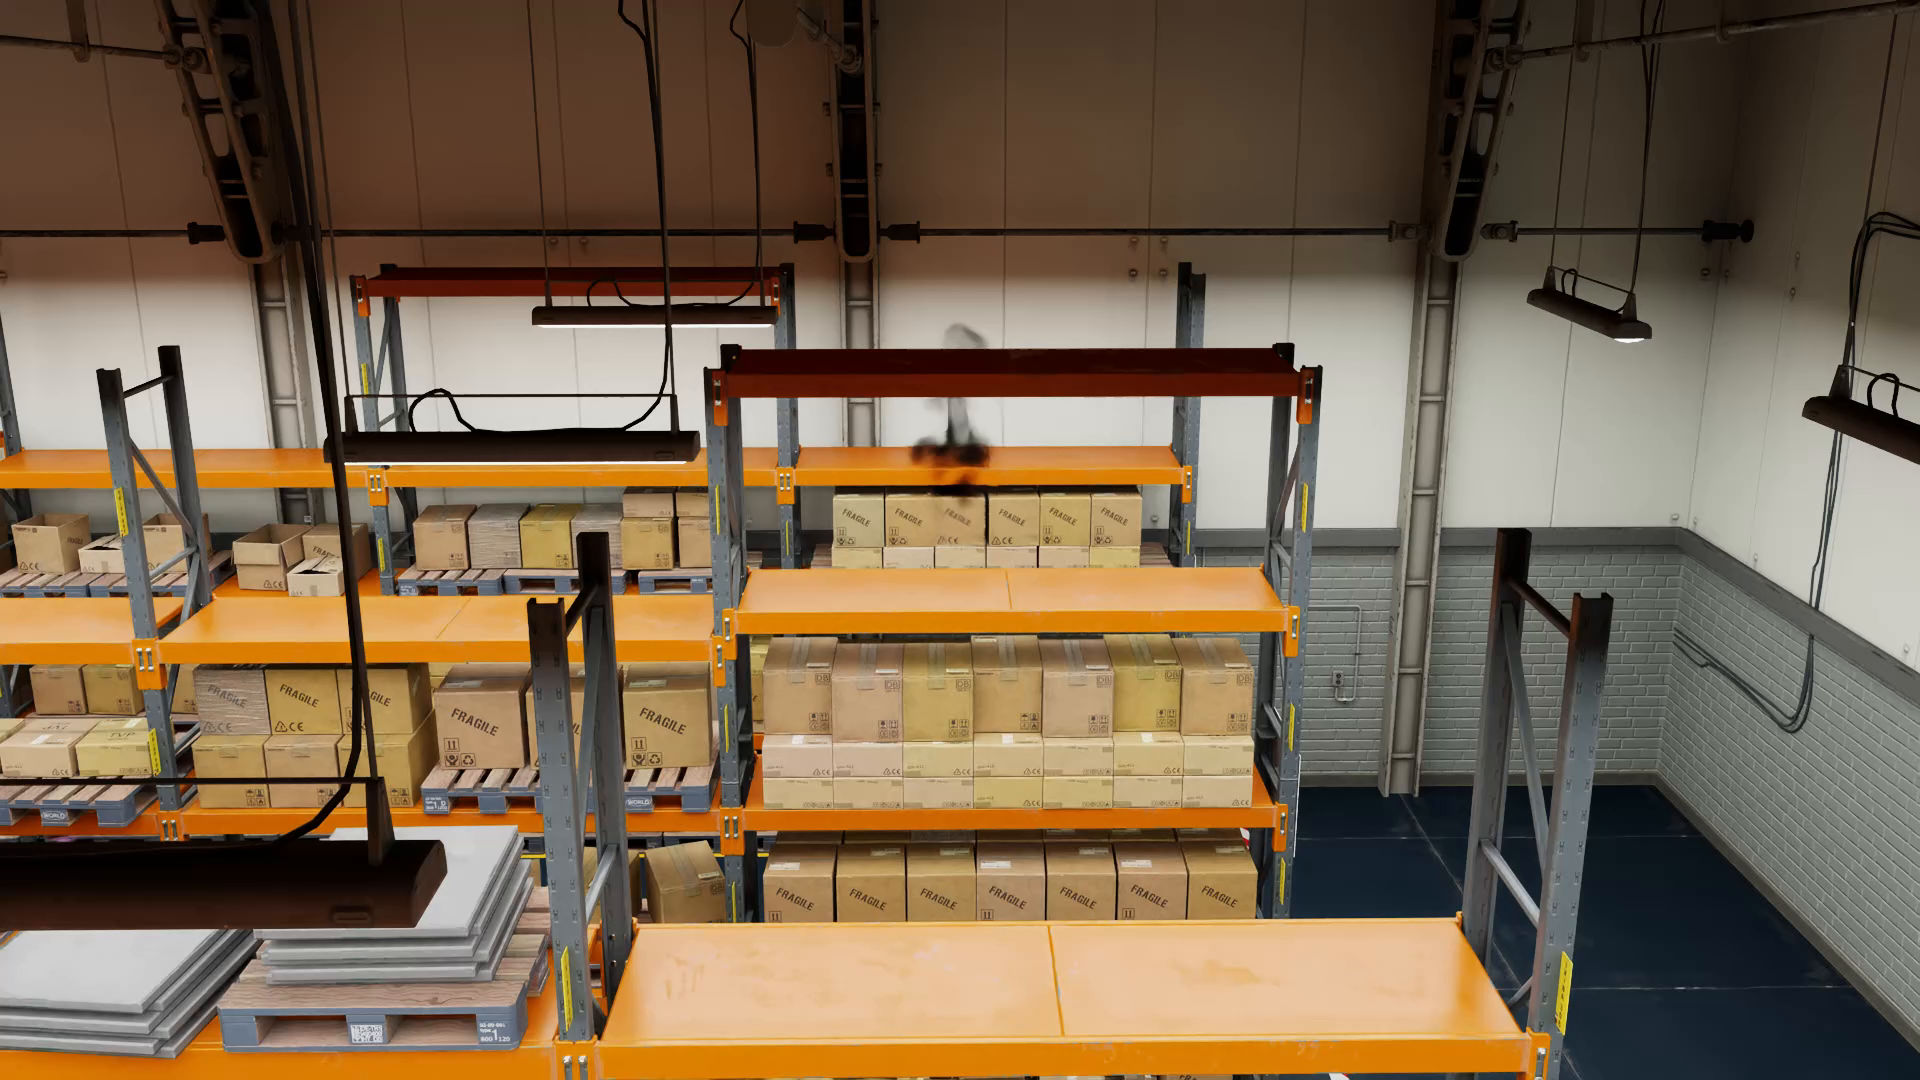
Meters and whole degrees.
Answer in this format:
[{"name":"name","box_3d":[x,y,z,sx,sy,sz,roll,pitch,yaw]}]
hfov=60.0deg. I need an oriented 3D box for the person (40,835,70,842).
[{"name":"person","box_3d":[-7.965,3.165,14.768,0.787,1.623,0.526,-1,16,-5]}]
